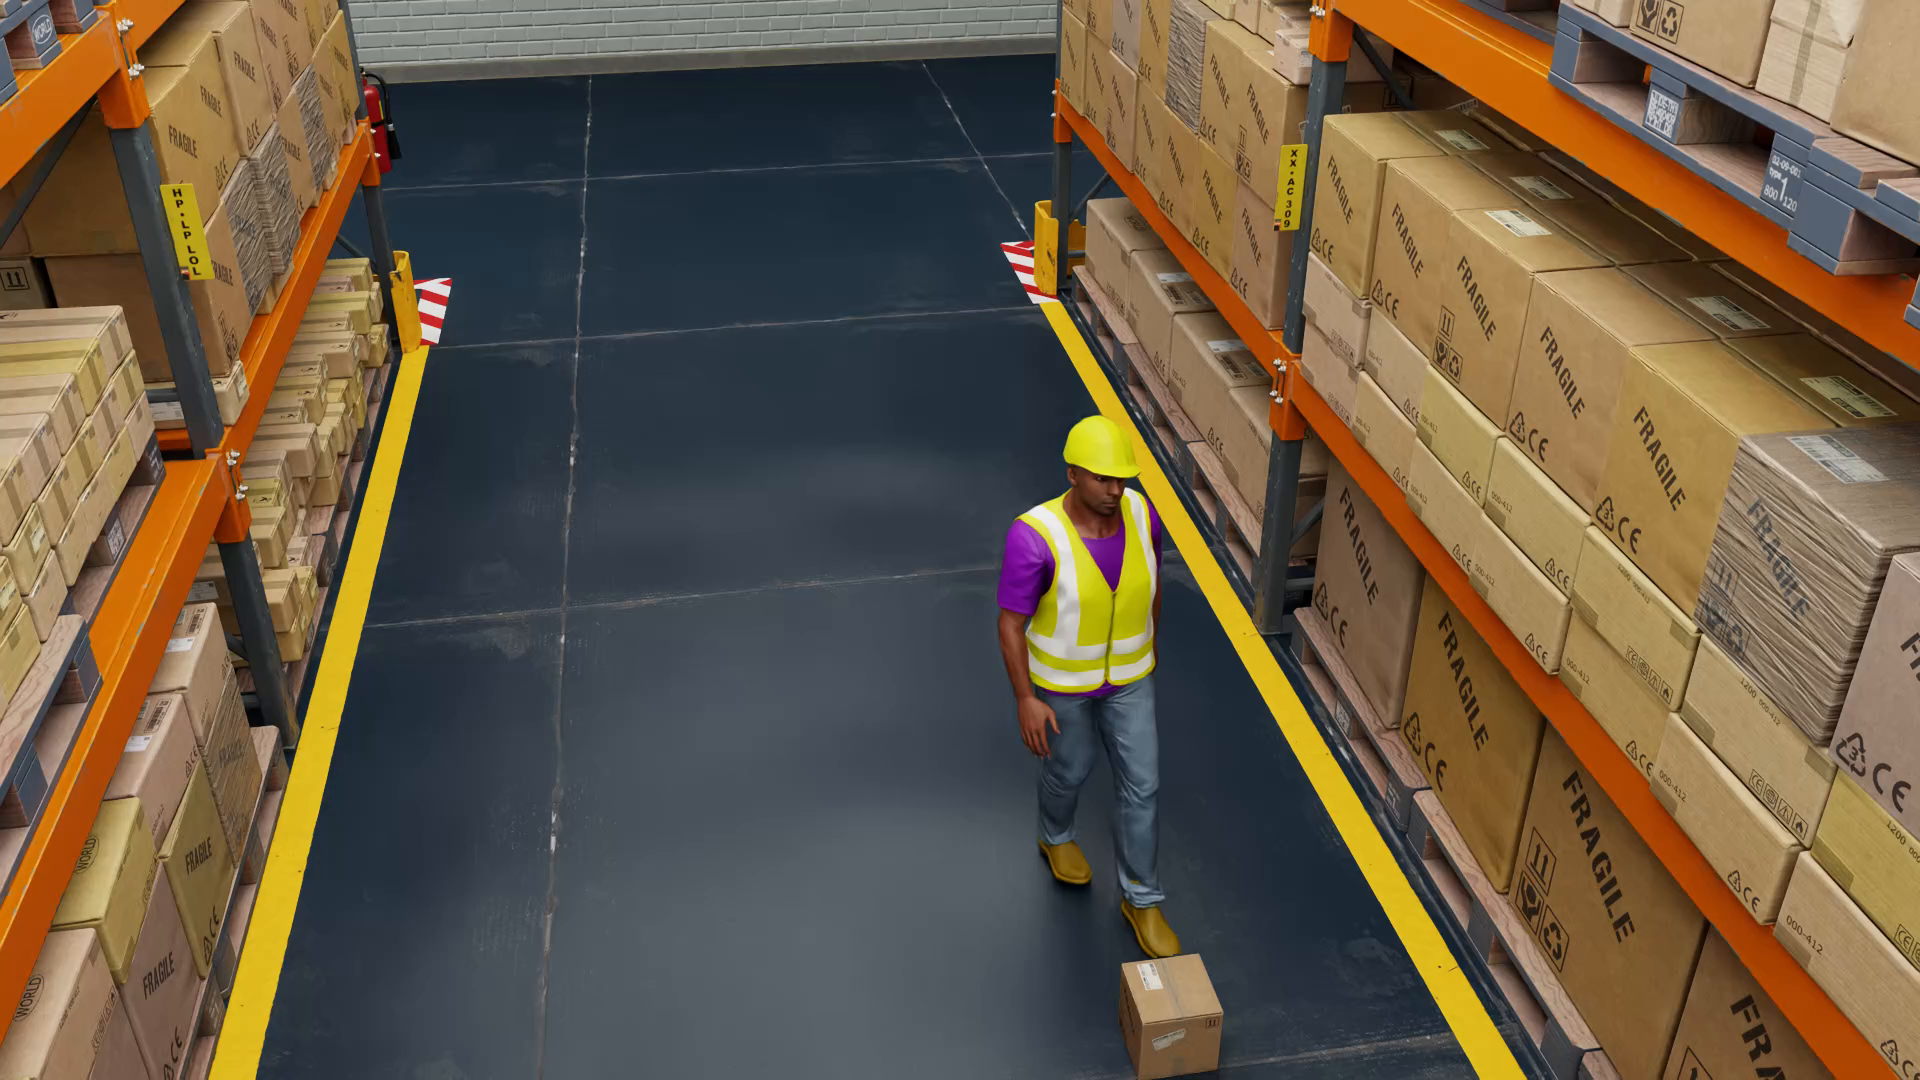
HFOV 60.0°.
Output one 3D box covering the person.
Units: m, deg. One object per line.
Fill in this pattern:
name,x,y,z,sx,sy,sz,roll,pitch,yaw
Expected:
person,0.453,0.484,5.262,0.630,1.744,0.758,-9,32,-15
